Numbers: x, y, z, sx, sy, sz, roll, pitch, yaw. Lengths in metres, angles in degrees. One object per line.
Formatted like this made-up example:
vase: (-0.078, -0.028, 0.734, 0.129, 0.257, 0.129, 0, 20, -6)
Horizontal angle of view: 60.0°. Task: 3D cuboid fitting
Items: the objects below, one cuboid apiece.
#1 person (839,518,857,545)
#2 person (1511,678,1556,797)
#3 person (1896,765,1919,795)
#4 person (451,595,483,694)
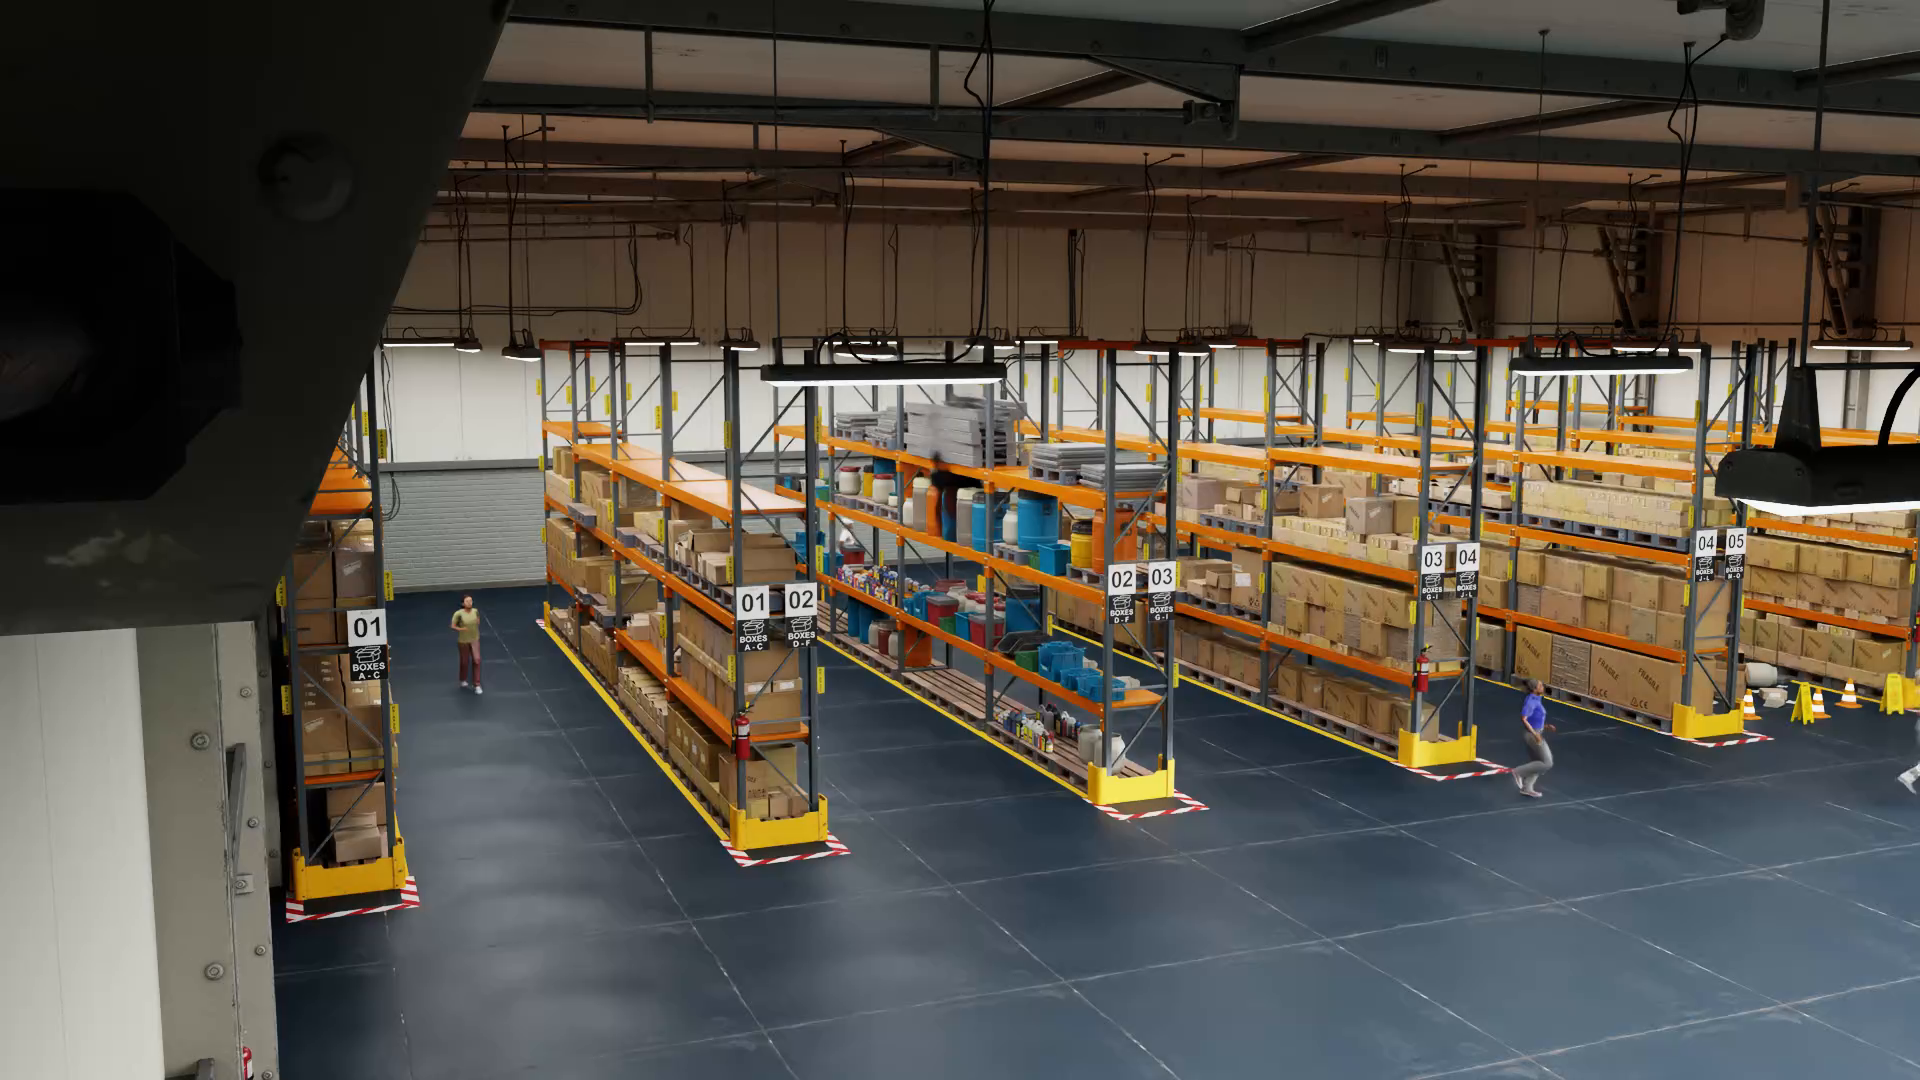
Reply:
person: (-2.676, 0.366, 39.181, 0.826, 1.766, 0.701, -1, 8, -10)
person: (7.706, 2.652, 22.318, 0.562, 1.617, 0.575, 2, 8, 15)
person: (12.893, 2.613, 21.825, 0.980, 1.792, 0.656, 2, 8, 13)
person: (-8.513, 1.779, 28.699, 0.561, 1.710, 0.774, -5, 9, -32)
